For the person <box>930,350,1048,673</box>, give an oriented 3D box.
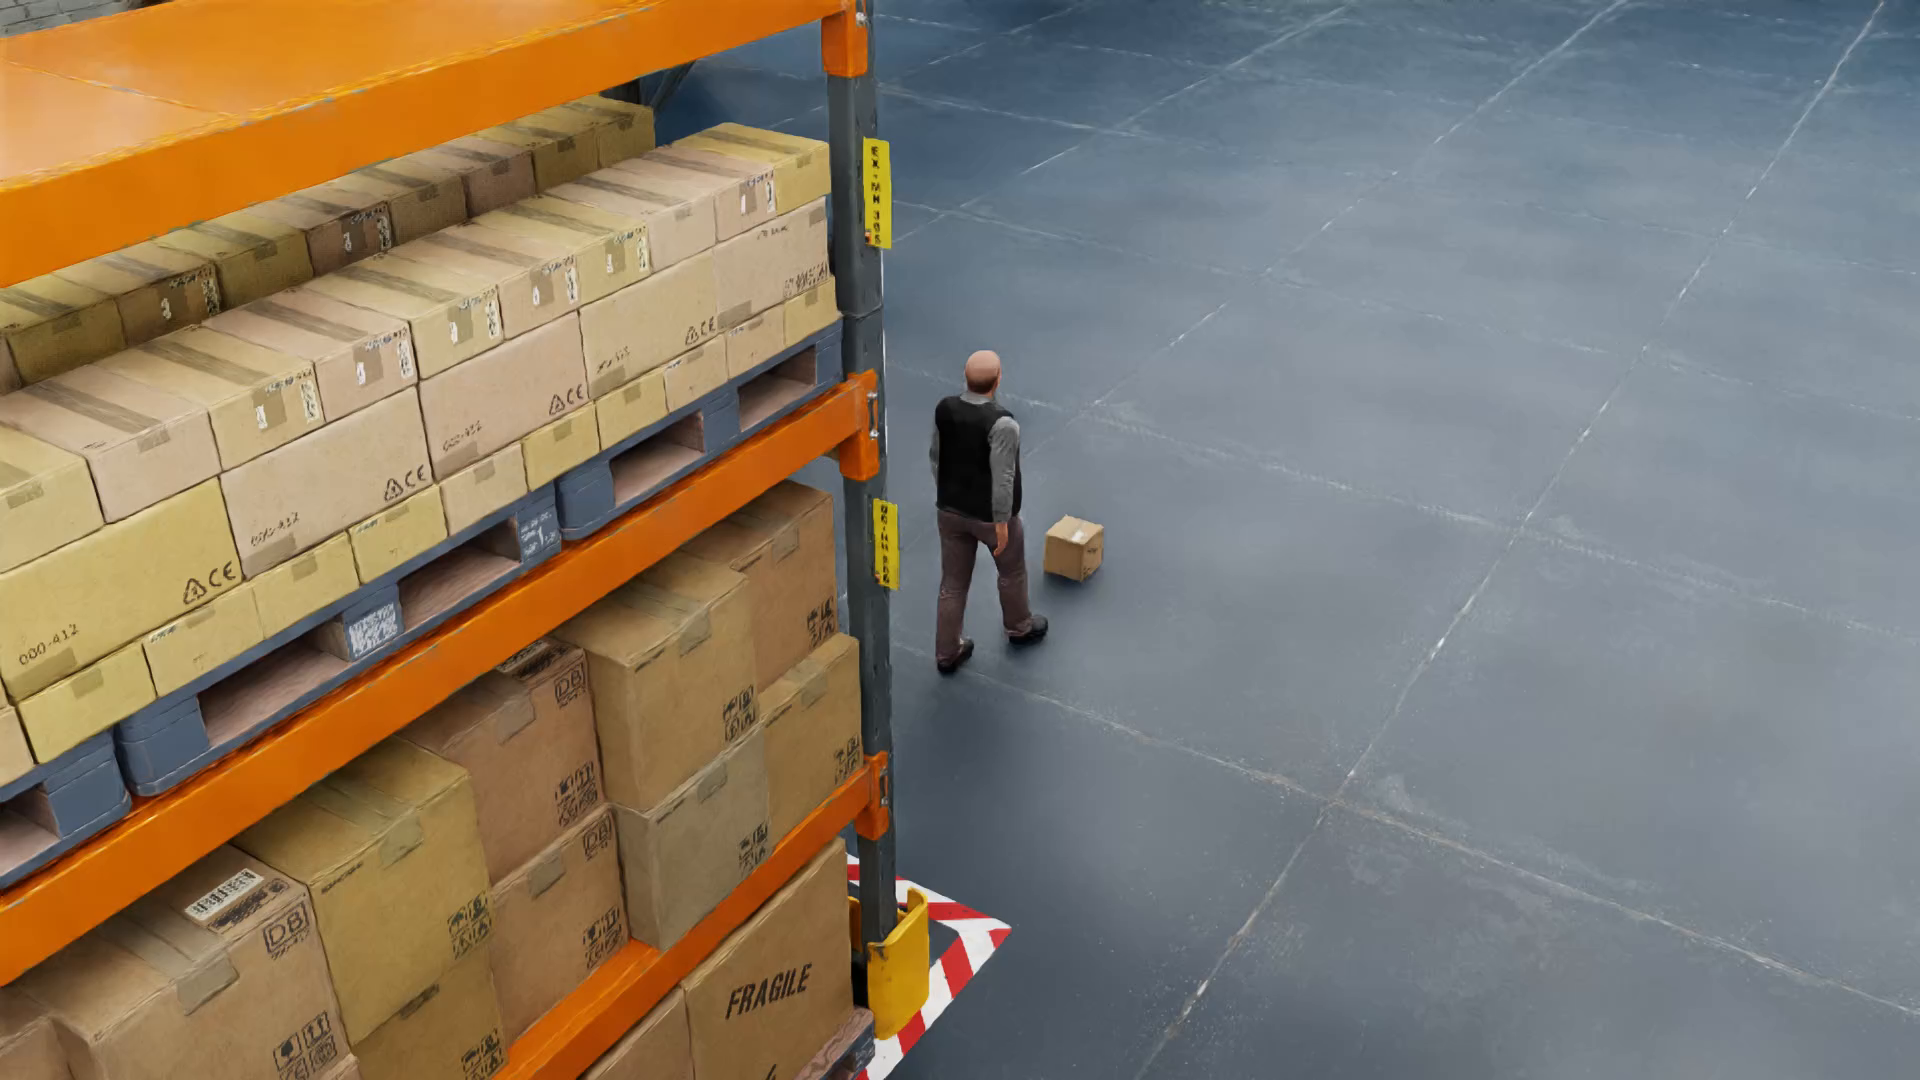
[{"bbox_3d":[0.101,-0.183,8.505,0.537,1.706,0.723,16,34,25],"label":"person"}]
